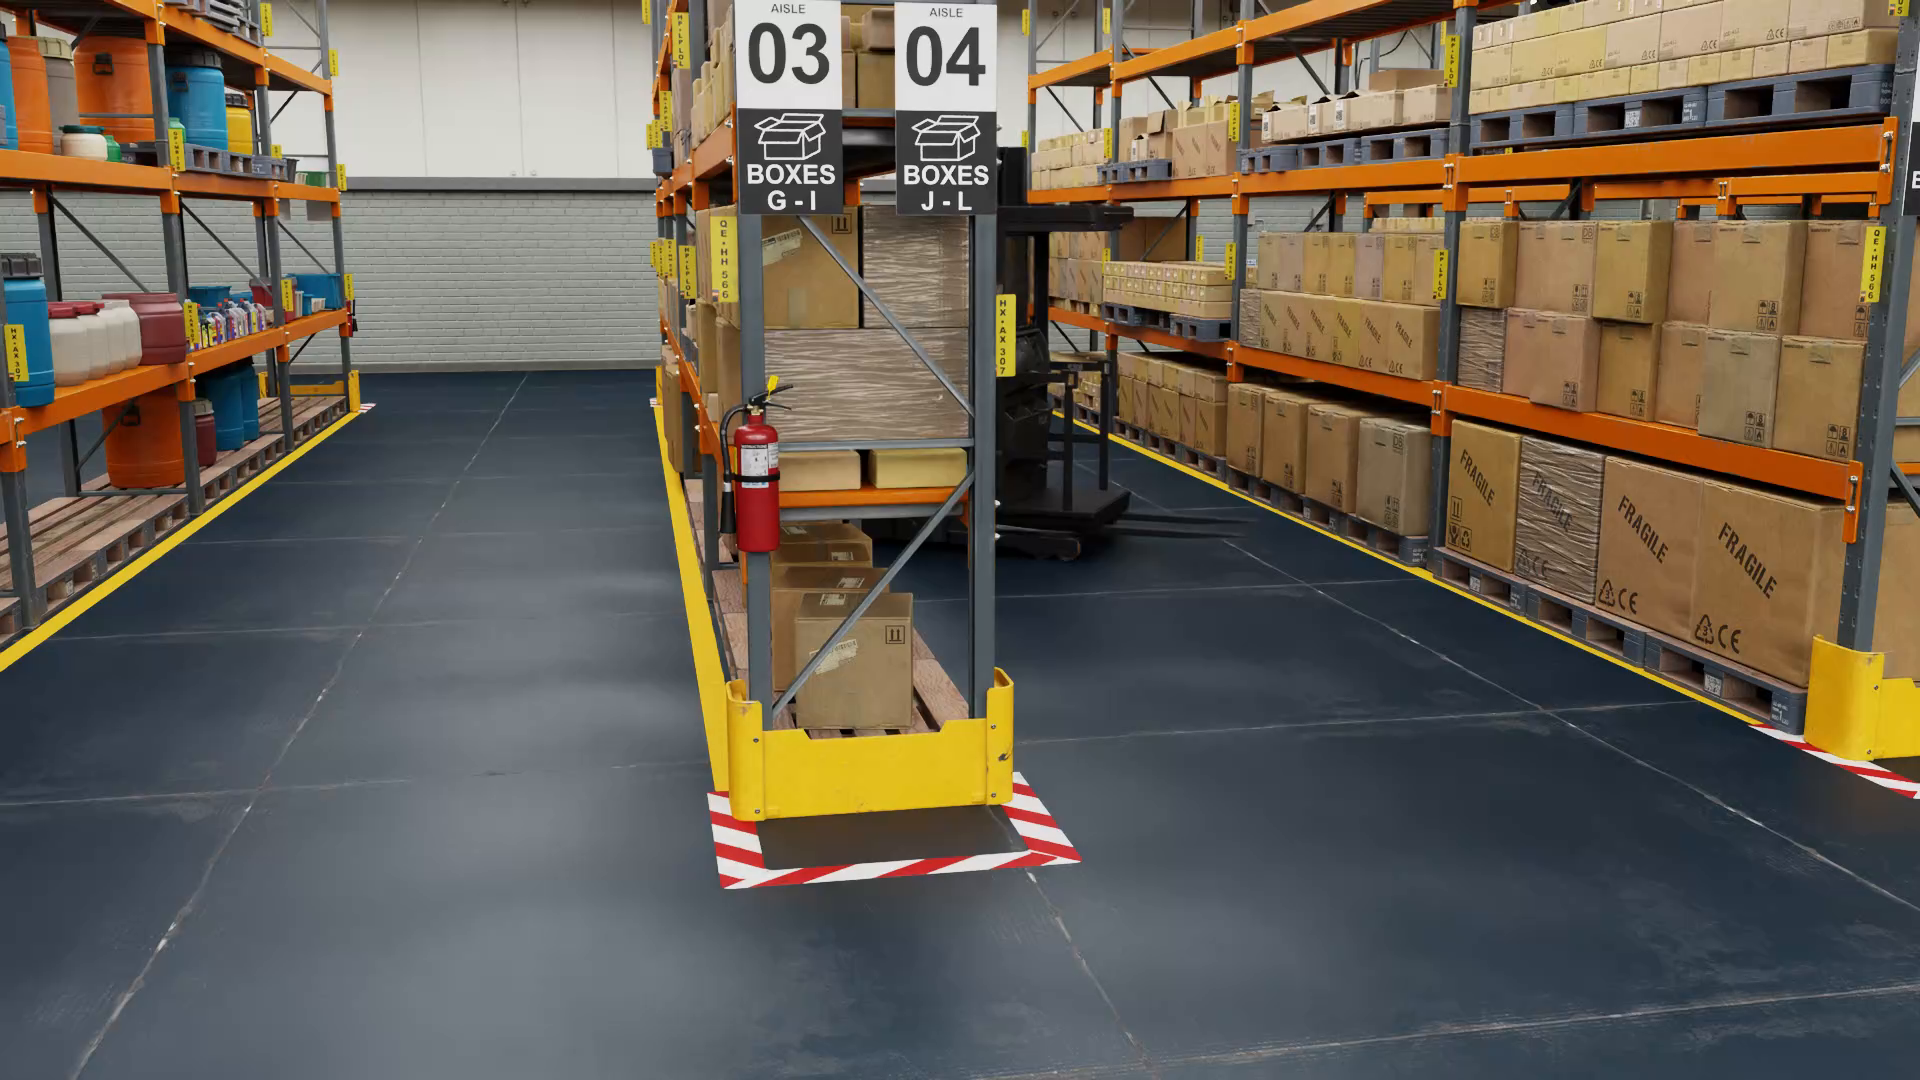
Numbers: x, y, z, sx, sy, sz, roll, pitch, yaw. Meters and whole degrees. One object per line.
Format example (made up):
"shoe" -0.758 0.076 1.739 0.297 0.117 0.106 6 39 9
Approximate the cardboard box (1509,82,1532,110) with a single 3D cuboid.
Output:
"cardboard box" 3.584 -2.702 10.128 0.380 0.149 0.250 -2 11 -11

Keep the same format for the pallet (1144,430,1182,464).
"pallet" 2.585 -0.999 17.381 1.003 0.211 1.213 -2 11 -11

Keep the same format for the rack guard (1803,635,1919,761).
"rack guard" 4.530 0.697 7.695 1.175 0.500 0.348 -2 11 -11

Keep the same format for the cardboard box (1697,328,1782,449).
"cardboard box" 4.281 -0.775 8.346 0.875 0.550 0.550 -2 11 -11

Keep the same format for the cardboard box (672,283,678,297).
"cardboard box" -2.548 -2.251 16.234 0.500 0.500 0.500 -2 11 -10

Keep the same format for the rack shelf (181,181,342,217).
"rack shelf" -7.941 -3.881 18.966 1.077 0.370 4.000 -2 11 -11

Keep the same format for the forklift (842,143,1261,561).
"forklift" 0.685 -1.402 12.225 3.031 2.935 1.130 4 11 19

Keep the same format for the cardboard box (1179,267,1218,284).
"cardboard box" 2.327 -2.545 16.002 0.380 0.149 0.250 -2 11 -9

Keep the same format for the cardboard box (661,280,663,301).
"cardboard box" -3.334 -2.999 20.038 0.500 0.250 0.500 -2 11 -12

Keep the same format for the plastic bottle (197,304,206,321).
"plastic bottle" -6.961 -1.981 15.213 0.144 0.351 0.185 -2 11 -11

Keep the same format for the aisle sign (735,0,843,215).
"aisle sign" -0.642 -1.628 6.274 0.394 0.787 0.004 -2 11 -11

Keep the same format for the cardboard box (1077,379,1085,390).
"cardboard box" 1.663 -1.927 20.506 0.380 0.149 0.250 -2 11 -10

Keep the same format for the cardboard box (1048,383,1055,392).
"cardboard box" 1.330 -2.026 21.822 0.380 0.149 0.250 -2 11 -10

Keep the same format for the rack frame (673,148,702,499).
"rack frame" -1.915 -1.840 14.343 1.000 3.000 0.127 -2 11 -11

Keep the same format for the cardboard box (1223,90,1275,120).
"cardboard box" 2.636 -3.966 15.173 0.396 0.266 0.258 -2 11 -11

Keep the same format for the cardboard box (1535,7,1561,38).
"cardboard box" 3.634 -3.047 9.809 0.380 0.149 0.250 -2 11 -12

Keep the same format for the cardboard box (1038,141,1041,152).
"cardboard box" 1.253 -5.243 22.196 0.380 0.149 0.250 -2 11 -11

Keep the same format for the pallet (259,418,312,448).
"pallet" -7.733 -1.158 18.213 1.003 0.211 1.213 -2 11 -11

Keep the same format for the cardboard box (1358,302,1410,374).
"cardboard box" 3.286 -1.496 12.269 0.500 0.500 0.500 -2 11 -12

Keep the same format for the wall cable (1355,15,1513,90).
"wall cable" 8.345 -7.788 29.446 2.988 3.039 0.133 -2 11 -11

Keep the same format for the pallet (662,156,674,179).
"pallet" -2.313 -3.542 15.768 1.003 0.211 1.213 -2 11 -8

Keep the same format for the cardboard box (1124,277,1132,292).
"cardboard box" 1.971 -2.733 17.789 0.380 0.149 0.250 -3 11 -13

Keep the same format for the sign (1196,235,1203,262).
"sign" 2.735 -3.325 19.049 0.100 0.325 0.005 -2 11 -11

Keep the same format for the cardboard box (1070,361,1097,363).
"cardboard box" 1.600 -2.176 21.016 0.380 0.149 0.250 -2 11 -11

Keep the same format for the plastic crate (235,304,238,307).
"plastic crate" -8.185 -2.602 18.891 0.293 0.136 0.466 -2 11 -11

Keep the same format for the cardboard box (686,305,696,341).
"cardboard box" -1.815 -1.657 12.659 0.500 0.250 0.500 -2 11 -13

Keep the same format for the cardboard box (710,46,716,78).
"cardboard box" -0.965 -2.247 7.794 0.380 0.149 0.250 -3 11 -14

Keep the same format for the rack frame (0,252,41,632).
"rack frame" -5.996 -0.927 9.543 1.000 3.000 0.127 -2 11 -11

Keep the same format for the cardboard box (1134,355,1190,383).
"cardboard box" 2.182 -1.840 17.897 0.500 0.250 0.500 -2 11 -9

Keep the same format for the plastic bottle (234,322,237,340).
"plastic bottle" -6.868 -1.989 15.654 0.097 0.201 0.097 0 11 0

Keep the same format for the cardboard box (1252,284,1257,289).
"cardboard box" 3.018 -2.377 15.915 0.380 0.149 0.250 -2 11 -8

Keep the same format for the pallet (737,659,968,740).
"pallet" -0.497 0.832 7.758 1.003 0.211 1.213 -2 11 -11

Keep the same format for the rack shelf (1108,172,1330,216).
"rack shelf" 2.581 -3.489 16.908 1.077 0.370 4.000 -2 11 -11

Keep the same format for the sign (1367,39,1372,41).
"sign" 5.704 -7.133 23.183 0.100 0.325 0.005 -2 11 -11

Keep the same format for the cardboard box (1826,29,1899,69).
"cardboard box" 4.128 -2.189 7.435 0.380 0.149 0.250 -2 11 -11

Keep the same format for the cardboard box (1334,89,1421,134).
"cardboard box" 3.191 -3.267 12.666 0.500 0.311 0.500 -3 11 -13

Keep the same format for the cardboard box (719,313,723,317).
"cardboard box" -0.709 -0.851 8.082 0.875 0.500 0.500 -2 11 -11

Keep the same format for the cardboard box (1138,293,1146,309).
"cardboard box" 2.076 -2.490 17.308 0.380 0.149 0.250 -2 11 -12

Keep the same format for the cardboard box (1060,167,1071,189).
"cardboard box" 1.551 -4.492 20.653 0.500 0.250 0.500 -2 11 -11

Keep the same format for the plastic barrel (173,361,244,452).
"plastic barrel" -7.325 -1.339 16.199 0.600 0.901 0.708 -2 11 -11

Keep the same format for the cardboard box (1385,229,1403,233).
"cardboard box" 6.171 -4.015 22.829 0.500 0.500 0.500 -2 11 -13

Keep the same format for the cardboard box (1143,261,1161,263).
"cardboard box" 2.343 -3.031 19.536 0.500 0.500 0.500 -2 11 -12

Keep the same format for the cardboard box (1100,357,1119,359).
"cardboard box" 2.028 -2.292 21.624 0.380 0.149 0.250 -2 11 -9

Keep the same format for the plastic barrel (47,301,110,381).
"plastic barrel" -6.193 -1.391 11.618 0.433 0.535 0.433 0 11 0

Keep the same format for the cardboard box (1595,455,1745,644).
"cardboard box" 4.156 0.019 9.133 0.875 0.875 0.875 -2 11 -12

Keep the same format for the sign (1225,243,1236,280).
"sign" 2.439 -2.511 14.980 0.100 0.325 0.005 -2 11 -11

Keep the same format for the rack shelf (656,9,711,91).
"rack shelf" -2.304 -4.604 15.814 1.077 0.370 4.000 -2 11 -11

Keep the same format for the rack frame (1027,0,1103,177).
"rack frame" 1.414 -6.417 22.342 1.000 3.000 0.127 -2 11 -11

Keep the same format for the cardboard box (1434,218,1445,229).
"cardboard box" 6.406 -4.120 21.642 0.380 0.149 0.250 -2 11 -11

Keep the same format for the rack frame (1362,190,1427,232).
"rack frame" 6.250 -3.668 23.946 1.000 3.000 0.127 -2 11 -11

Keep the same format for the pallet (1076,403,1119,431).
"pallet" 2.026 -1.488 19.949 1.003 0.211 1.213 -2 11 -11

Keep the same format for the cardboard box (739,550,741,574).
"cardboard box" -1.099 -0.010 10.290 0.500 0.500 0.500 -2 11 -13

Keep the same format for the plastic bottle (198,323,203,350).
"plastic bottle" -6.631 -1.775 14.333 0.152 0.276 0.135 -2 11 -11

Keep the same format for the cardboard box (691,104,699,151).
"cardboard box" -1.301 -2.415 9.740 0.500 0.250 0.500 -3 11 -13
